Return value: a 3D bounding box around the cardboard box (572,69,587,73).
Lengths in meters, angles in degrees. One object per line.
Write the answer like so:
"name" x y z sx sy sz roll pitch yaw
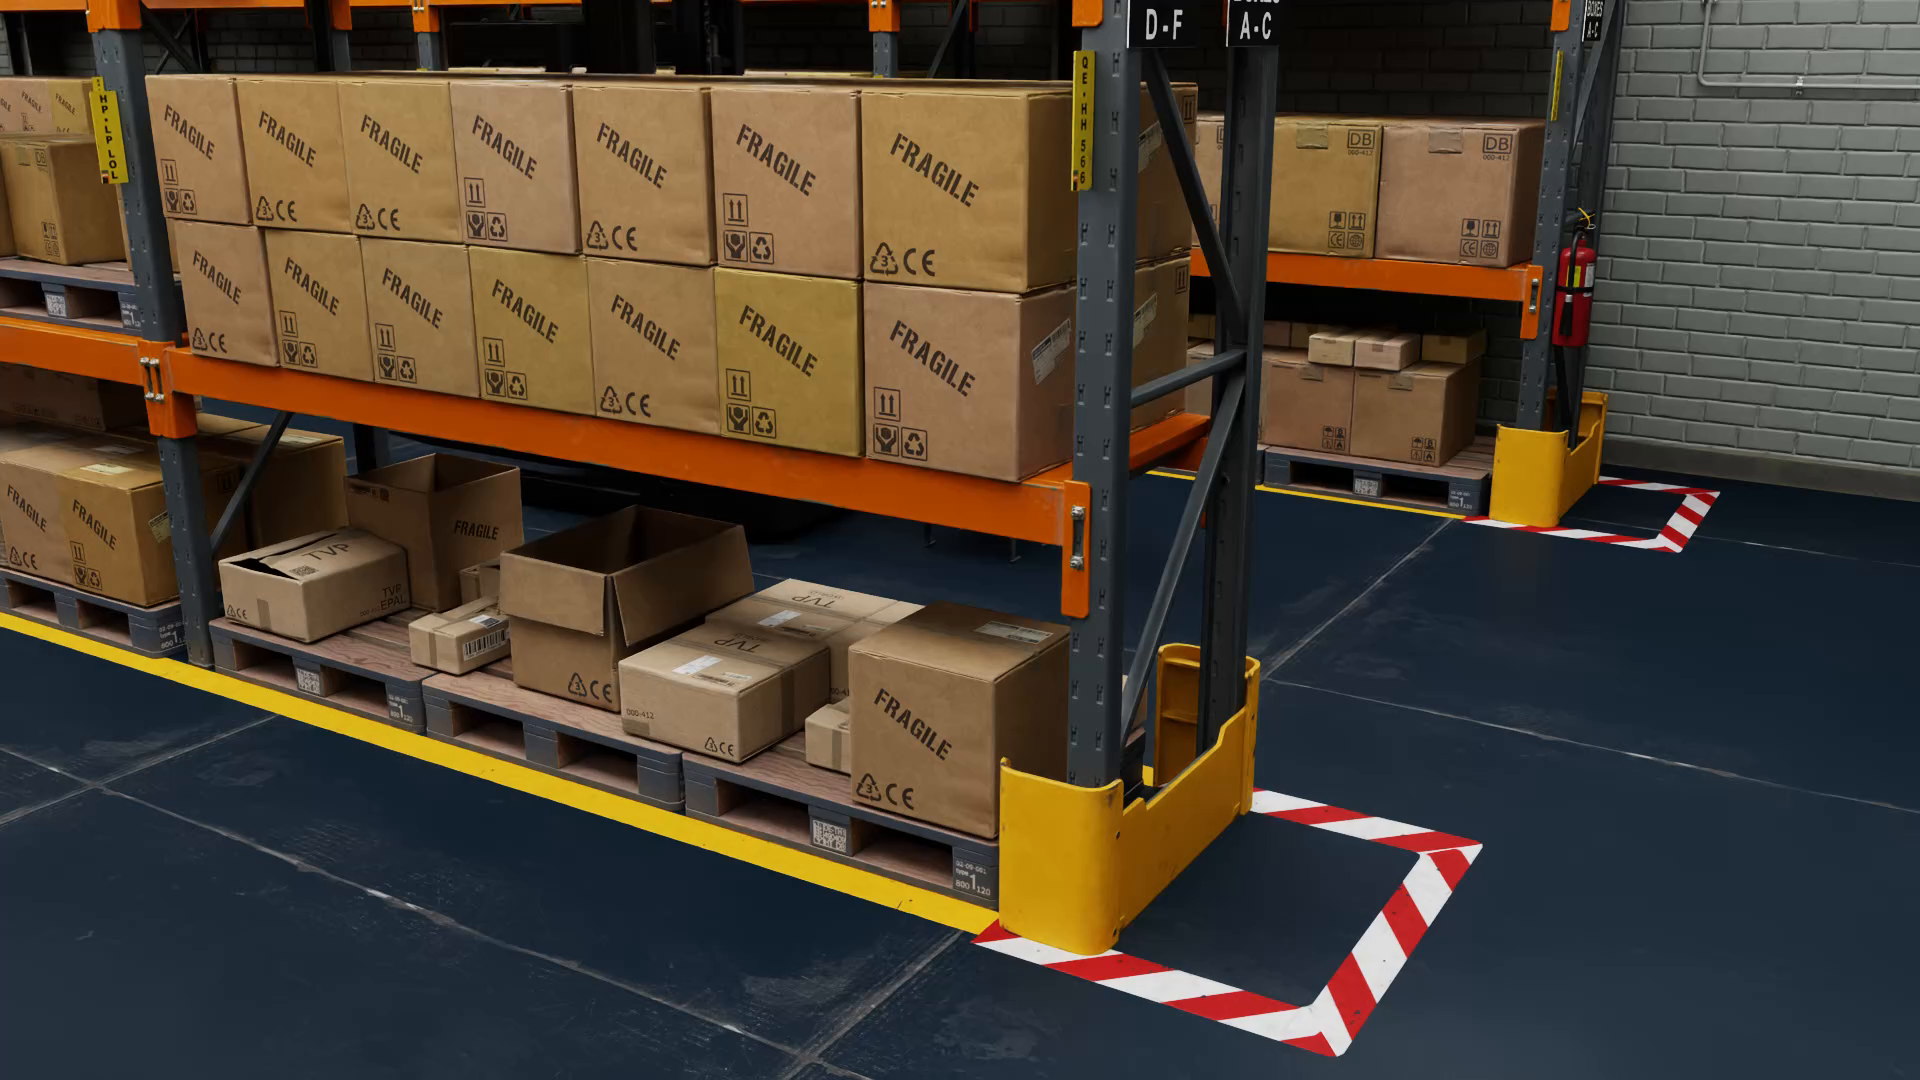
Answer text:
"cardboard box" -2.485 -3.151 11.585 0.500 0.250 0.500 10 20 30

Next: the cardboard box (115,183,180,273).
"cardboard box" -3.091 -1.422 7.008 0.500 0.500 0.700 4 17 12

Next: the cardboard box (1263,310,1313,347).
"cardboard box" 1.893 -1.246 9.785 0.250 0.149 0.380 10 20 31

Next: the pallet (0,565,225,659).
"pallet" -3.517 0.174 7.446 1.213 0.211 1.003 10 20 30

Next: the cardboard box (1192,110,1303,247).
"cardboard box" 1.483 -2.110 9.650 0.700 0.700 0.980 9 19 27

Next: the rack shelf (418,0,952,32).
"rack shelf" -1.920 -3.669 11.375 4.000 0.370 1.077 10 20 30

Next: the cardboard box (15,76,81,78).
"cardboard box" -8.632 -4.143 15.794 0.500 0.500 0.500 10 20 31

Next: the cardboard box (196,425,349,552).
"cardboard box" -3.089 -0.195 7.405 0.500 0.500 0.500 9 19 28

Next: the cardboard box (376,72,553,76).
"cardboard box" -1.800 -1.482 6.208 0.500 0.500 0.500 10 19 29

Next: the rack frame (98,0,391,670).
"rack frame" -2.805 -1.046 6.664 0.127 3.000 1.000 10 20 30

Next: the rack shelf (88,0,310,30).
"rack shelf" -4.509 -2.441 7.335 4.000 0.370 1.077 10 20 30

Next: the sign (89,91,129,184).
"sign" -3.092 -1.462 6.042 0.005 0.325 0.100 10 20 30

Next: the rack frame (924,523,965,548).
"rack frame" -0.067 -1.017 8.115 0.015 2.100 0.400 10 20 30

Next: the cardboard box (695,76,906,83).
"cardboard box" -0.509 -1.252 5.449 0.500 0.500 0.500 10 20 31

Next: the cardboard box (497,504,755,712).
"cardboard box" -1.201 0.222 6.027 0.637 0.503 0.797 10 20 30

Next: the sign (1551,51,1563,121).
"sign" 2.897 -2.200 8.064 0.005 0.325 0.100 10 20 30

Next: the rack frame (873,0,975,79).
"rack frame" -0.215 -2.274 10.705 0.127 3.000 1.000 10 20 30

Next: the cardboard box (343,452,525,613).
"cardboard box" -2.171 -0.044 6.910 0.500 0.500 0.500 10 20 30

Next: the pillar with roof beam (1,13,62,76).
"pillar with roof beam" -11.645 -6.011 12.687 0.400 9.000 9.100 10 20 30

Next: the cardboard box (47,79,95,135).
"cardboard box" -7.597 -3.782 14.606 0.500 0.500 0.500 10 20 30

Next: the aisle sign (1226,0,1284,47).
"aisle sign" 0.816 -1.744 4.489 0.004 0.787 0.394 10 20 30

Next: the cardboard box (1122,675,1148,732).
"cardboard box" 0.427 0.567 5.502 0.250 0.149 0.380 10 20 30

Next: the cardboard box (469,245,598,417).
"cardboard box" -1.216 -0.718 5.413 0.500 0.500 0.500 10 19 29

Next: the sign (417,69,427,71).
"sign" -3.900 -3.262 12.104 0.005 0.325 0.100 10 20 30

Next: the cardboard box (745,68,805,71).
"cardboard box" -1.350 -3.120 11.482 0.500 0.250 0.500 9 19 28

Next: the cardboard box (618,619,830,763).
"cardboard box" -0.782 0.494 5.569 0.500 0.250 0.500 10 20 30

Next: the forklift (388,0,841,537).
"forklift" -1.945 -1.710 8.969 3.031 2.935 1.130 9 19 28

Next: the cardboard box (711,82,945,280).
"cardboard box" -0.350 -1.040 4.753 0.500 0.500 0.500 11 20 32

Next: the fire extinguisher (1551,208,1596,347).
"fire extinguisher" 3.080 -1.313 8.316 0.183 0.674 0.296 10 20 30

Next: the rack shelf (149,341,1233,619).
"rack shelf" -1.100 -0.398 5.768 4.000 0.370 1.077 10 20 30

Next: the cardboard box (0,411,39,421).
"cardboard box" -4.402 -0.428 8.173 0.500 0.500 0.500 9 19 28

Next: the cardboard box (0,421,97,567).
"cardboard box" -4.219 -0.218 7.483 0.500 0.500 0.500 10 20 31

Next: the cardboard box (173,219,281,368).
"cardboard box" -2.513 -0.949 6.173 0.500 0.500 0.500 11 20 31

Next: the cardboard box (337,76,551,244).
"cardboard box" -1.673 -1.274 5.523 0.500 0.500 0.500 9 19 28

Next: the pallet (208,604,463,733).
"pallet" -2.220 0.393 6.725 1.213 0.211 1.003 10 20 30

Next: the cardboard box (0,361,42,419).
"cardboard box" -4.369 -0.782 8.047 0.500 0.250 0.500 10 19 29

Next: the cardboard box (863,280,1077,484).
"cardboard box" 0.080 -0.486 4.649 0.500 0.500 0.500 11 20 32

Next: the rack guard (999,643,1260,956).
"rack guard" 0.539 0.747 5.063 0.348 0.500 1.175 10 20 30

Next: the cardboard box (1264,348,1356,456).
"cardboard box" 2.118 -0.828 9.524 0.500 0.500 0.700 10 20 30

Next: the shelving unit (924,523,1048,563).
"shelving unit" 0.141 -0.979 7.993 0.503 2.100 0.431 10 20 30

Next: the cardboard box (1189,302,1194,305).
"cardboard box" 1.238 -1.363 10.169 0.250 0.149 0.380 10 20 31

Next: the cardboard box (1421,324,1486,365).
"cardboard box" 2.756 -1.093 9.280 0.250 0.149 0.380 10 20 30

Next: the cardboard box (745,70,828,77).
"cardboard box" -1.178 -2.920 10.825 0.500 0.250 0.500 11 20 31
